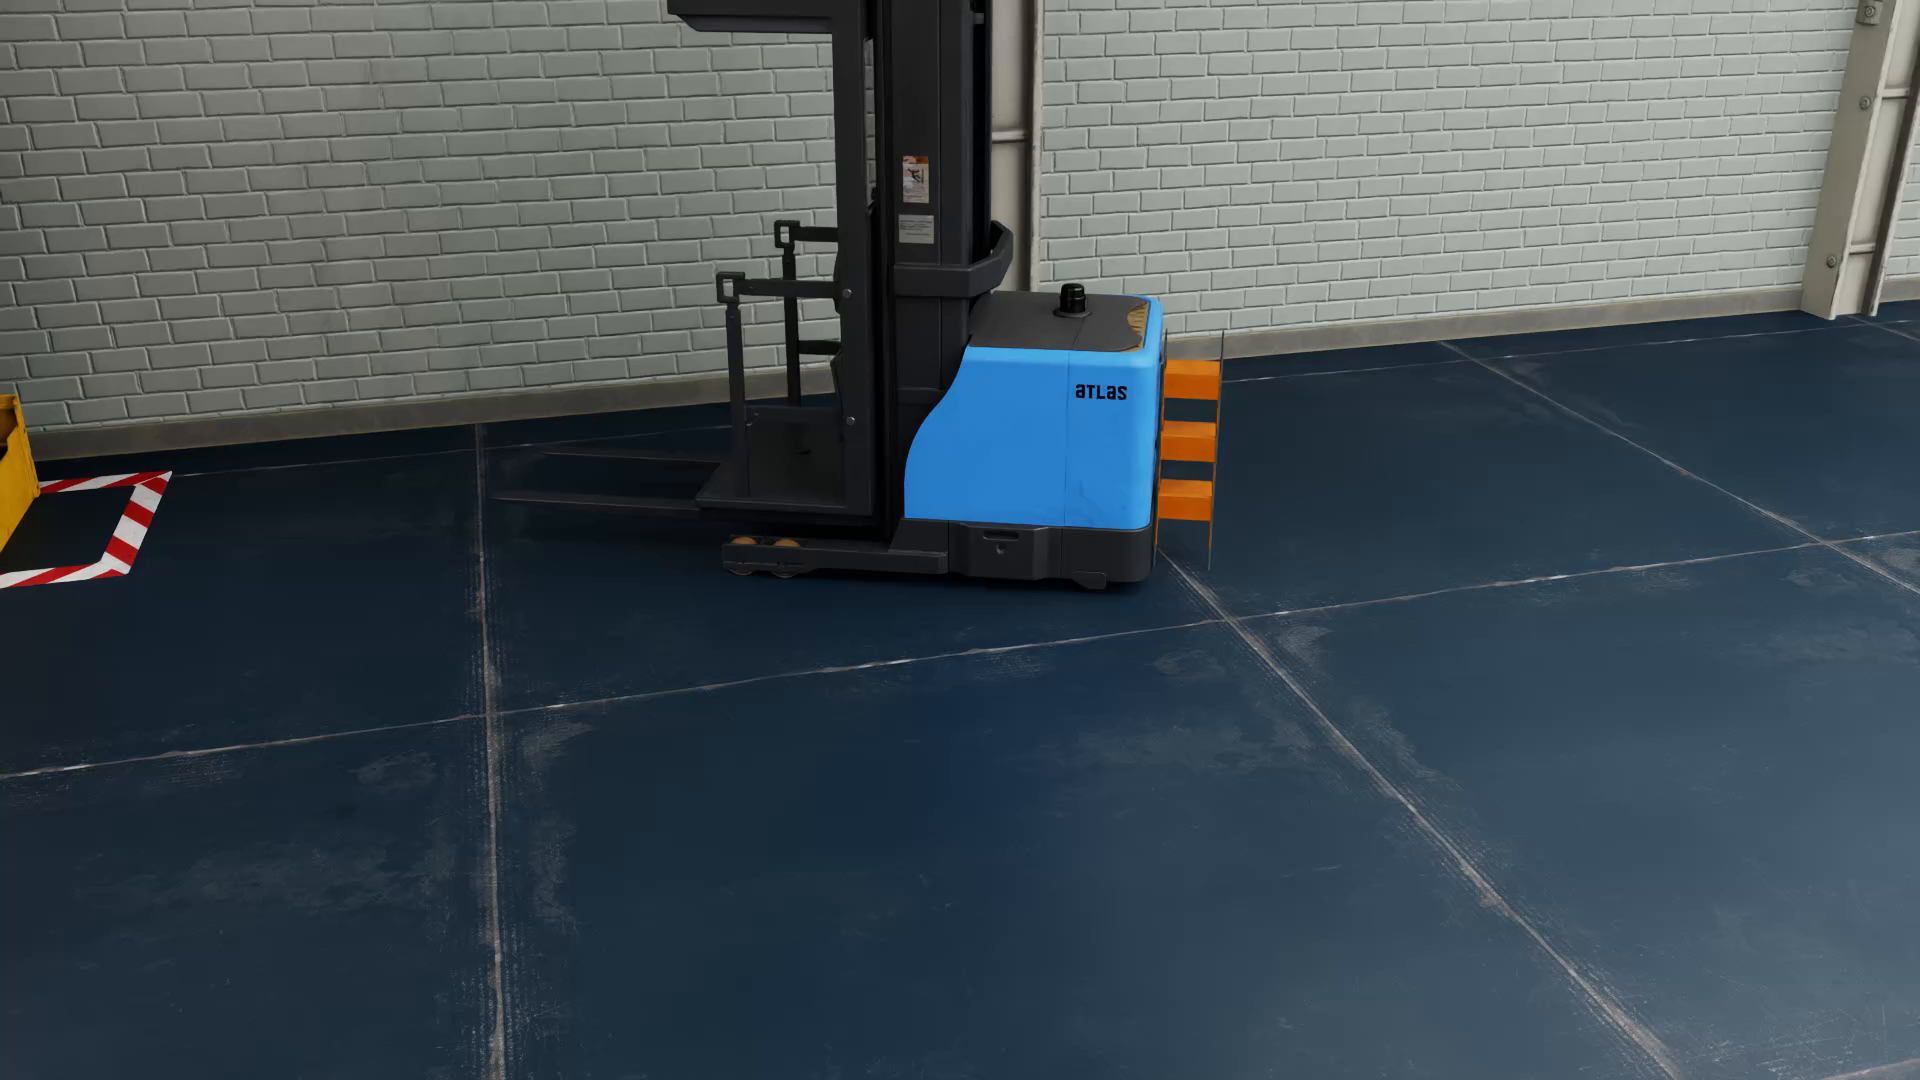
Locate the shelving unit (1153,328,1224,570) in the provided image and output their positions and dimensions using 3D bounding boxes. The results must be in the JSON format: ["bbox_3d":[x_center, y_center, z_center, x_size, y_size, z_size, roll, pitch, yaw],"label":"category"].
[{"bbox_3d":[1.006,-0.393,7.336,0.252,1.050,0.215,3,23,7],"label":"shelving unit"}]

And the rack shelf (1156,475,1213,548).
[{"bbox_3d":[1.006,-0.128,7.449,0.240,0.259,0.215,3,23,7],"label":"rack shelf"}]

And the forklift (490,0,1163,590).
[{"bbox_3d":[-0.616,-1.382,7.253,3.031,2.935,1.130,3,23,7],"label":"forklift"}]

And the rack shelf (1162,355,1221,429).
[{"bbox_3d":[1.006,-0.645,7.228,0.240,0.259,0.215,3,23,7],"label":"rack shelf"}]

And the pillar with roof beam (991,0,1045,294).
[{"bbox_3d":[1.389,-3.425,4.319,0.400,9.000,9.100,-6,24,-14],"label":"pillar with roof beam"}]

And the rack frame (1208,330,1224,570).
[{"bbox_3d":[1.127,-0.387,7.320,0.008,1.050,0.200,3,23,7],"label":"rack frame"}]

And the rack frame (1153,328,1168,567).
[{"bbox_3d":[0.885,-0.400,7.352,0.008,1.050,0.200,3,23,7],"label":"rack frame"}]

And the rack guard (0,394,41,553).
[{"bbox_3d":[-4.614,-0.249,7.696,0.348,0.500,1.175,-6,24,-14],"label":"rack guard"}]

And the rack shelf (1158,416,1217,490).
[{"bbox_3d":[1.006,-0.384,7.340,0.240,0.259,0.215,3,23,7],"label":"rack shelf"}]

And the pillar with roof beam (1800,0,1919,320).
[{"bbox_3d":[7.166,-4.064,5.809,0.400,9.000,9.100,-6,24,-14],"label":"pillar with roof beam"}]
